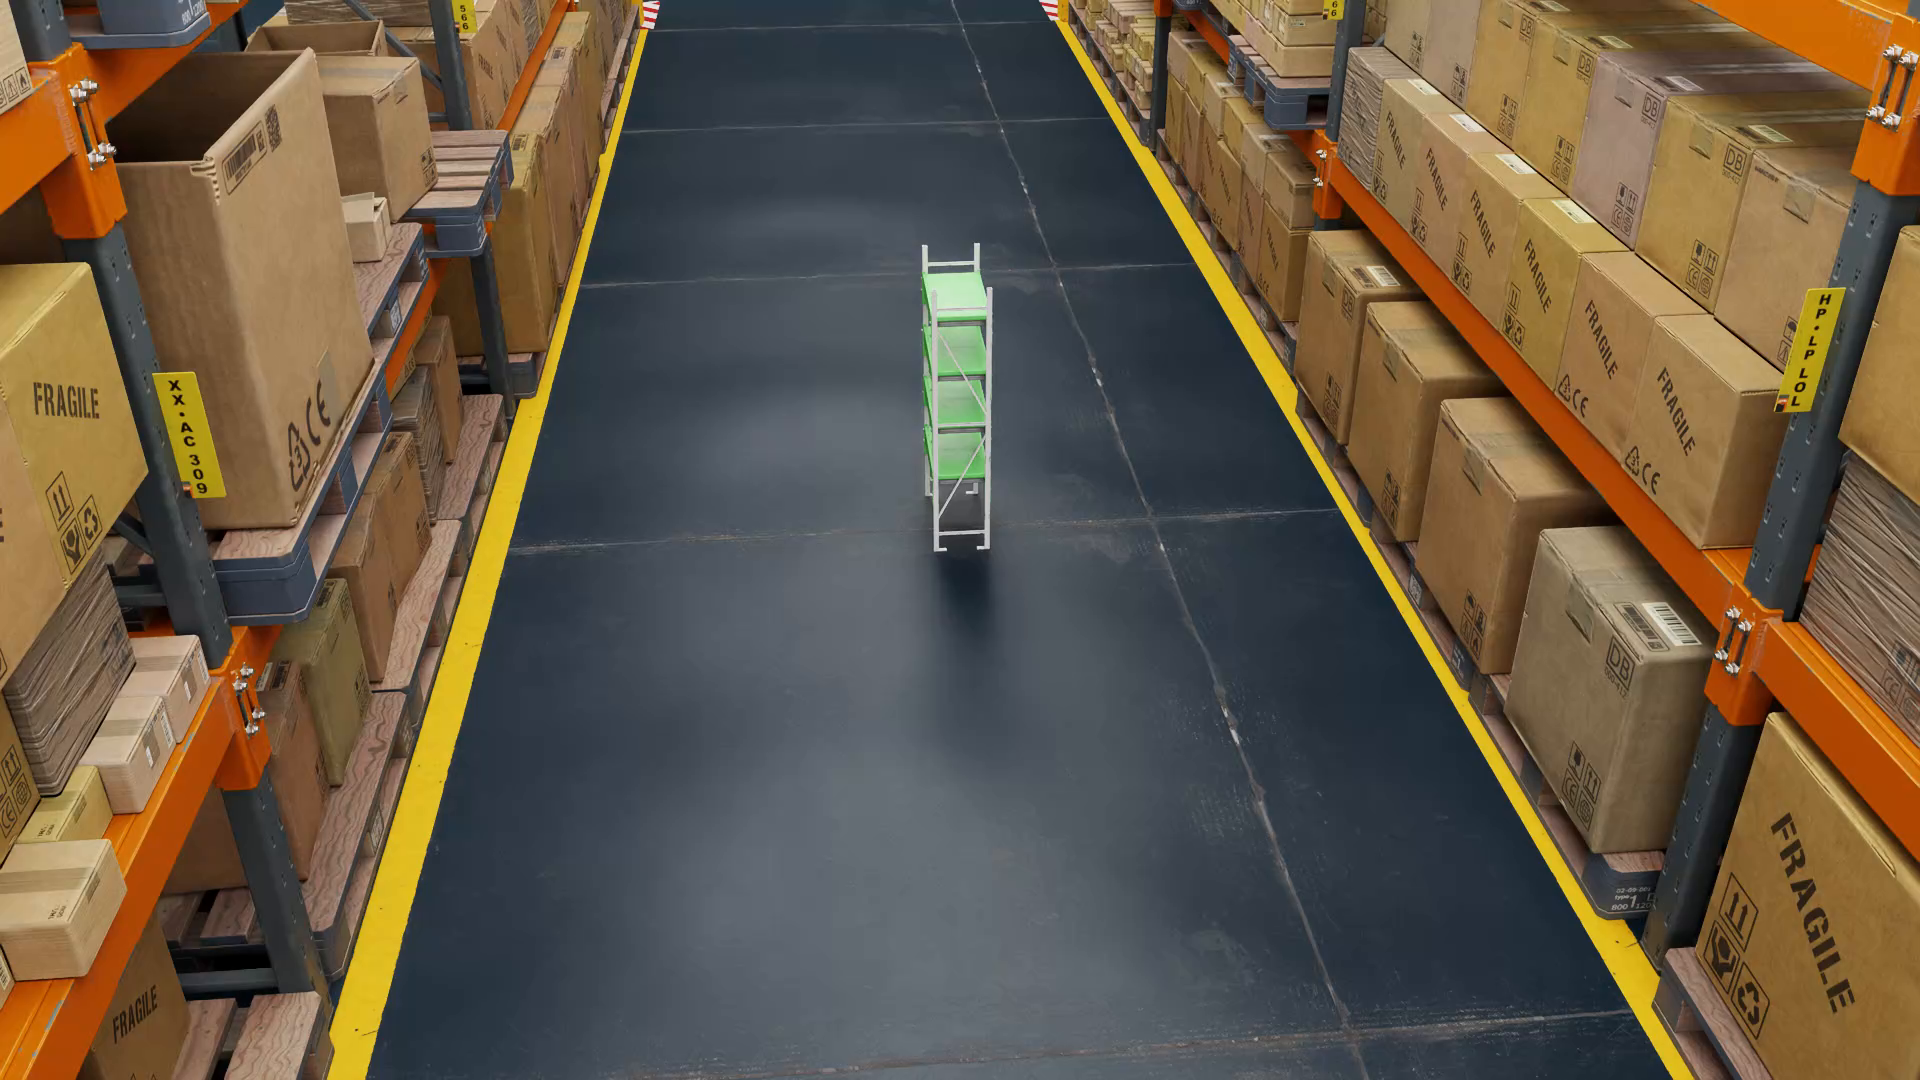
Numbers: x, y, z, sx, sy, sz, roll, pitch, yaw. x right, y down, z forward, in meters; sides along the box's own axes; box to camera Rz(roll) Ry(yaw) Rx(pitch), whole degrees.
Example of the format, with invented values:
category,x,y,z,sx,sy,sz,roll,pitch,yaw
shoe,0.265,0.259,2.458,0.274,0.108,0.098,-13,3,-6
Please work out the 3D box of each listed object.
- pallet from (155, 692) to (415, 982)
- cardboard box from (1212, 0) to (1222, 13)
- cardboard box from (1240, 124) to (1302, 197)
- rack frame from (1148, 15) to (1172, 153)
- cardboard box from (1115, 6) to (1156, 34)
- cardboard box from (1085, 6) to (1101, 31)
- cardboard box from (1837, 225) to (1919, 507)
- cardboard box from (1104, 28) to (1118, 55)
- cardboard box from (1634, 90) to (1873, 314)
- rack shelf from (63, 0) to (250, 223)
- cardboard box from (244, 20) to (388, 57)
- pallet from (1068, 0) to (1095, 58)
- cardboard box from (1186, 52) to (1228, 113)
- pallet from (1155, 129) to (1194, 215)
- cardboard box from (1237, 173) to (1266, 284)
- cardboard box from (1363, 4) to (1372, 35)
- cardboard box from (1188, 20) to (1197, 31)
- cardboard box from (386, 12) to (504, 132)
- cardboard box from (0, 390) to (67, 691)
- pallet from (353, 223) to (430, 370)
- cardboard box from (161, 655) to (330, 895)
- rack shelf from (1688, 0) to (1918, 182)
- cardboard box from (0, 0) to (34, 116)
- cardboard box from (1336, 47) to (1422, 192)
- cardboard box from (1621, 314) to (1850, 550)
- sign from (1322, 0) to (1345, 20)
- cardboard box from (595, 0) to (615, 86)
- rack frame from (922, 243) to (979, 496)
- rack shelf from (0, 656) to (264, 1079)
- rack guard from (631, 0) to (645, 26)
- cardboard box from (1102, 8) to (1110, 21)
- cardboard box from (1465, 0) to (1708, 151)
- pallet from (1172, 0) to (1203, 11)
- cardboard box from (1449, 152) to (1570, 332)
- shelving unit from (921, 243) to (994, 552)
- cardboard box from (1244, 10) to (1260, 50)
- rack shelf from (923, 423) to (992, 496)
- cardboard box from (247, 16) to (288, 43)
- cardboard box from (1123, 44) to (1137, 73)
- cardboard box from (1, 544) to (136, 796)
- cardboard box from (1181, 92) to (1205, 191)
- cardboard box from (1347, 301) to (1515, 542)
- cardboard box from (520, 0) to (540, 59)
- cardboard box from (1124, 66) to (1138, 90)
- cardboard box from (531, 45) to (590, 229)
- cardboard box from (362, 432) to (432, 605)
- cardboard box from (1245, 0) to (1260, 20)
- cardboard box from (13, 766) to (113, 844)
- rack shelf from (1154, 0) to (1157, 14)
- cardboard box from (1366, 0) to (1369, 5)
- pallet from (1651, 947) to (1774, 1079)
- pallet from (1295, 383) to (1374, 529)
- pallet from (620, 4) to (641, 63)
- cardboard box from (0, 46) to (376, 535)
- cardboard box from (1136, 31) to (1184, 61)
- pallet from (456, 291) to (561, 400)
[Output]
category,x,y,z,sx,sy,sz,roll,pitch,yaw
pallet,-2.416,0.959,5.438,1.003,0.211,1.213,-3,31,-5
cardboard box,1.614,-3.026,9.226,0.380,0.149,0.250,-2,31,-3
cardboard box,1.849,-2.092,9.123,0.500,0.250,0.500,-2,31,-4
rack frame,1.858,-4.111,11.207,1.000,3.000,0.127,-3,31,-5
cardboard box,1.408,-4.017,12.841,0.380,0.149,0.250,-4,31,-7
cardboard box,1.266,-4.435,14.120,0.380,0.149,0.250,-2,31,-4
cardboard box,2.606,-0.364,3.735,0.875,0.550,0.550,-3,31,-5
cardboard box,1.373,-4.037,13.455,0.380,0.149,0.250,-3,31,-5
cardboard box,2.504,-1.014,4.950,0.700,0.500,0.500,-3,31,-5
rack shelf,-2.529,-1.840,5.182,1.077,0.370,4.000,-3,31,-5
cardboard box,-2.625,-1.832,6.885,0.500,0.500,0.500,-6,31,-11
pallet,1.532,-4.501,14.579,1.003,0.211,1.213,-3,31,-5
cardboard box,1.717,-2.878,10.440,0.500,0.250,0.500,-2,31,-3
pallet,1.933,-2.516,11.257,1.003,0.211,1.213,-3,31,-5
cardboard box,1.866,-1.764,9.307,0.500,0.500,0.500,-2,31,-3
cardboard box,2.314,-2.791,8.834,0.380,0.149,0.250,-1,31,-2
cardboard box,1.946,-3.911,12.662,0.380,0.149,0.250,-4,31,-6
cardboard box,-2.490,-2.187,7.888,0.500,0.500,0.500,-2,31,-3
cardboard box,-1.978,0.032,2.909,0.500,0.500,0.500,-3,31,-5
pallet,-2.490,-0.791,5.837,1.003,0.211,1.213,-3,31,-5
cardboard box,-2.378,0.729,5.112,0.700,0.500,0.500,-5,31,-8
rack shelf,2.419,-2.026,5.494,1.077,0.370,4.000,-3,31,-5
cardboard box,-2.039,-0.843,2.958,0.500,0.250,0.500,-2,31,-3
cardboard box,2.005,-1.869,7.357,0.500,0.500,0.500,-2,31,-4
cardboard box,2.291,-0.323,4.768,0.500,0.500,0.500,-3,31,-5
sign,1.693,-2.501,7.460,0.100,0.325,0.005,-3,31,-5
cardboard box,-3.155,-3.993,12.672,0.875,0.875,0.875,-3,31,-5
rack frame,-0.038,-0.724,7.292,0.240,1.200,0.015,-3,31,-5
rack shelf,-2.155,1.490,2.532,1.077,0.370,4.000,-3,31,-5
rack guard,-3.465,-4.906,14.976,1.175,0.500,0.348,-3,31,-5
cardboard box,1.394,-4.427,13.817,0.380,0.149,0.250,-4,31,-7
cardboard box,2.363,-1.791,6.251,0.700,0.500,0.500,-3,31,-5
pallet,1.785,-3.631,10.591,1.003,0.211,1.213,-3,31,-5
cardboard box,2.147,-1.098,6.065,0.500,0.500,0.500,-3,31,-5
shelving unit,-0.015,-0.600,7.084,0.258,1.200,0.503,-3,31,-5
cardboard box,1.682,-2.629,8.562,0.380,0.149,0.250,-2,31,-4
rack shelf,-0.015,-0.339,7.240,0.258,0.148,0.480,-3,31,-5
cardboard box,-3.008,-2.165,7.853,0.500,0.500,0.500,-2,31,-3
cardboard box,1.432,-3.614,12.456,0.380,0.149,0.250,-4,31,-6
cardboard box,-2.361,0.222,3.566,0.875,0.500,0.500,-3,31,-5
cardboard box,1.714,-2.558,10.635,0.500,0.500,0.500,-1,31,-2
cardboard box,2.284,-0.522,6.982,1.050,0.750,0.750,-2,31,-4
cardboard box,-2.637,-2.967,9.194,0.500,0.500,0.500,-3,31,-4
cardboard box,1.453,-3.519,12.588,0.380,0.149,0.250,-4,31,-6
cardboard box,-2.925,-2.411,10.023,1.225,0.875,0.875,-4,31,-6
cardboard box,-2.509,-0.085,6.476,0.700,0.500,0.500,0,31,0
cardboard box,1.679,-2.769,8.507,0.380,0.149,0.250,-2,31,-3
cardboard box,-2.052,0.622,3.529,0.380,0.149,0.250,-3,31,-5
rack shelf,1.671,-4.823,13.101,1.077,0.370,4.000,-3,31,-5
cardboard box,2.307,-2.928,8.773,0.380,0.149,0.250,-3,31,-4
pallet,2.599,1.563,4.428,1.003,0.211,1.213,-3,31,-5
pallet,2.231,-0.465,7.823,1.003,0.211,1.213,-3,31,-5
pallet,-3.310,-4.365,14.352,1.003,0.211,1.213,-3,31,-5
cardboard box,-2.277,-0.690,4.486,1.000,1.000,1.000,-3,31,-4
cardboard box,1.503,-3.620,12.176,0.380,0.149,0.250,-2,31,-4
pallet,-2.714,-1.091,8.871,1.003,0.211,1.213,-3,31,-5
